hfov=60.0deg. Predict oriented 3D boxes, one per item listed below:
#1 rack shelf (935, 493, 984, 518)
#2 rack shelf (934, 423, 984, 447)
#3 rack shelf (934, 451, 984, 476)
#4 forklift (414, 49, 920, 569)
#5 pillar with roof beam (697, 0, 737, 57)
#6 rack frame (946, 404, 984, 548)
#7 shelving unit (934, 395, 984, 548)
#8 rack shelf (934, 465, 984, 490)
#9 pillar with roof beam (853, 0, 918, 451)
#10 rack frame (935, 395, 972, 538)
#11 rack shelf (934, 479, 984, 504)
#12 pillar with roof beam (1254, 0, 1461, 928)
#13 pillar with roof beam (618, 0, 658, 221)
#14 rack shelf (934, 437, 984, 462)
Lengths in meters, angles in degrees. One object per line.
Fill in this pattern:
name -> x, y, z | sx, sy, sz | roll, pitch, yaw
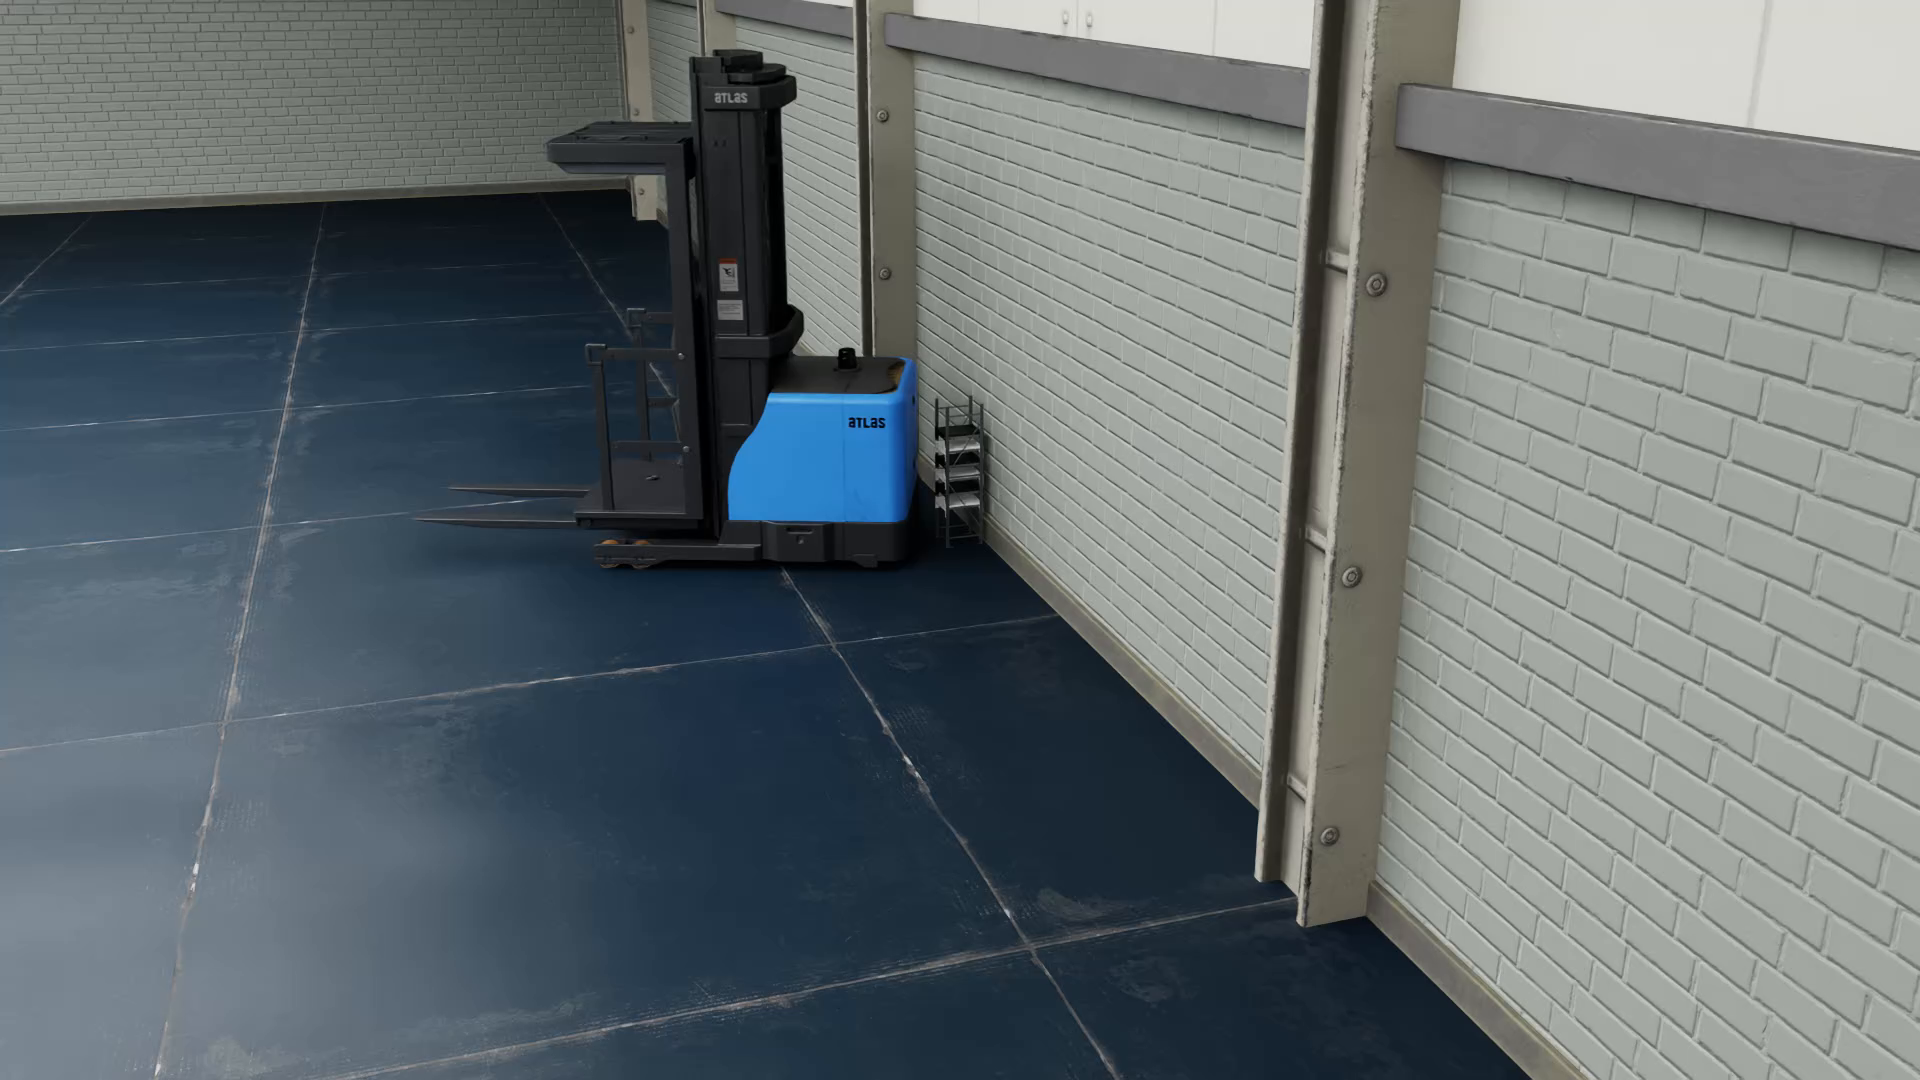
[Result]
rack shelf -> -0.005, -0.219, 10.325 | 0.258, 0.077, 0.200 | -7, 21, -18
rack shelf -> -0.005, -0.642, 10.173 | 0.258, 0.077, 0.200 | -7, 21, -18
rack shelf -> -0.005, -0.473, 10.234 | 0.258, 0.077, 0.200 | -7, 21, -18
forklift -> -1.792, -1.384, 9.935 | 3.031, 2.935, 1.130 | 1, 20, 3
pillar with roof beam -> -6.472, -6.236, 14.465 | 9.100, 9.000, 0.400 | -6, 21, -17
rack frame -> 0.028, -0.387, 10.163 | 0.240, 0.900, 0.006 | -7, 21, -18
shelving unit -> -0.005, -0.419, 10.253 | 0.258, 0.900, 0.210 | -7, 21, -18
rack shelf -> -0.005, -0.388, 10.264 | 0.258, 0.077, 0.200 | -7, 21, -18
pillar with roof beam -> -4.586, -4.310, 9.104 | 9.100, 9.000, 0.400 | -6, 21, -17
rack frame -> -0.038, -0.452, 10.344 | 0.240, 0.900, 0.006 | -7, 21, -18
rack shelf -> -0.005, -0.303, 10.295 | 0.258, 0.077, 0.200 | -7, 21, -18
pillar with roof beam -> -2.700, -2.385, 3.744 | 9.100, 9.000, 0.400 | -6, 21, -17
pillar with roof beam -> -8.358, -8.161, 19.826 | 9.100, 9.000, 0.400 | -6, 21, -17
rack shelf -> -0.005, -0.558, 10.204 | 0.258, 0.077, 0.200 | -7, 21, -18
